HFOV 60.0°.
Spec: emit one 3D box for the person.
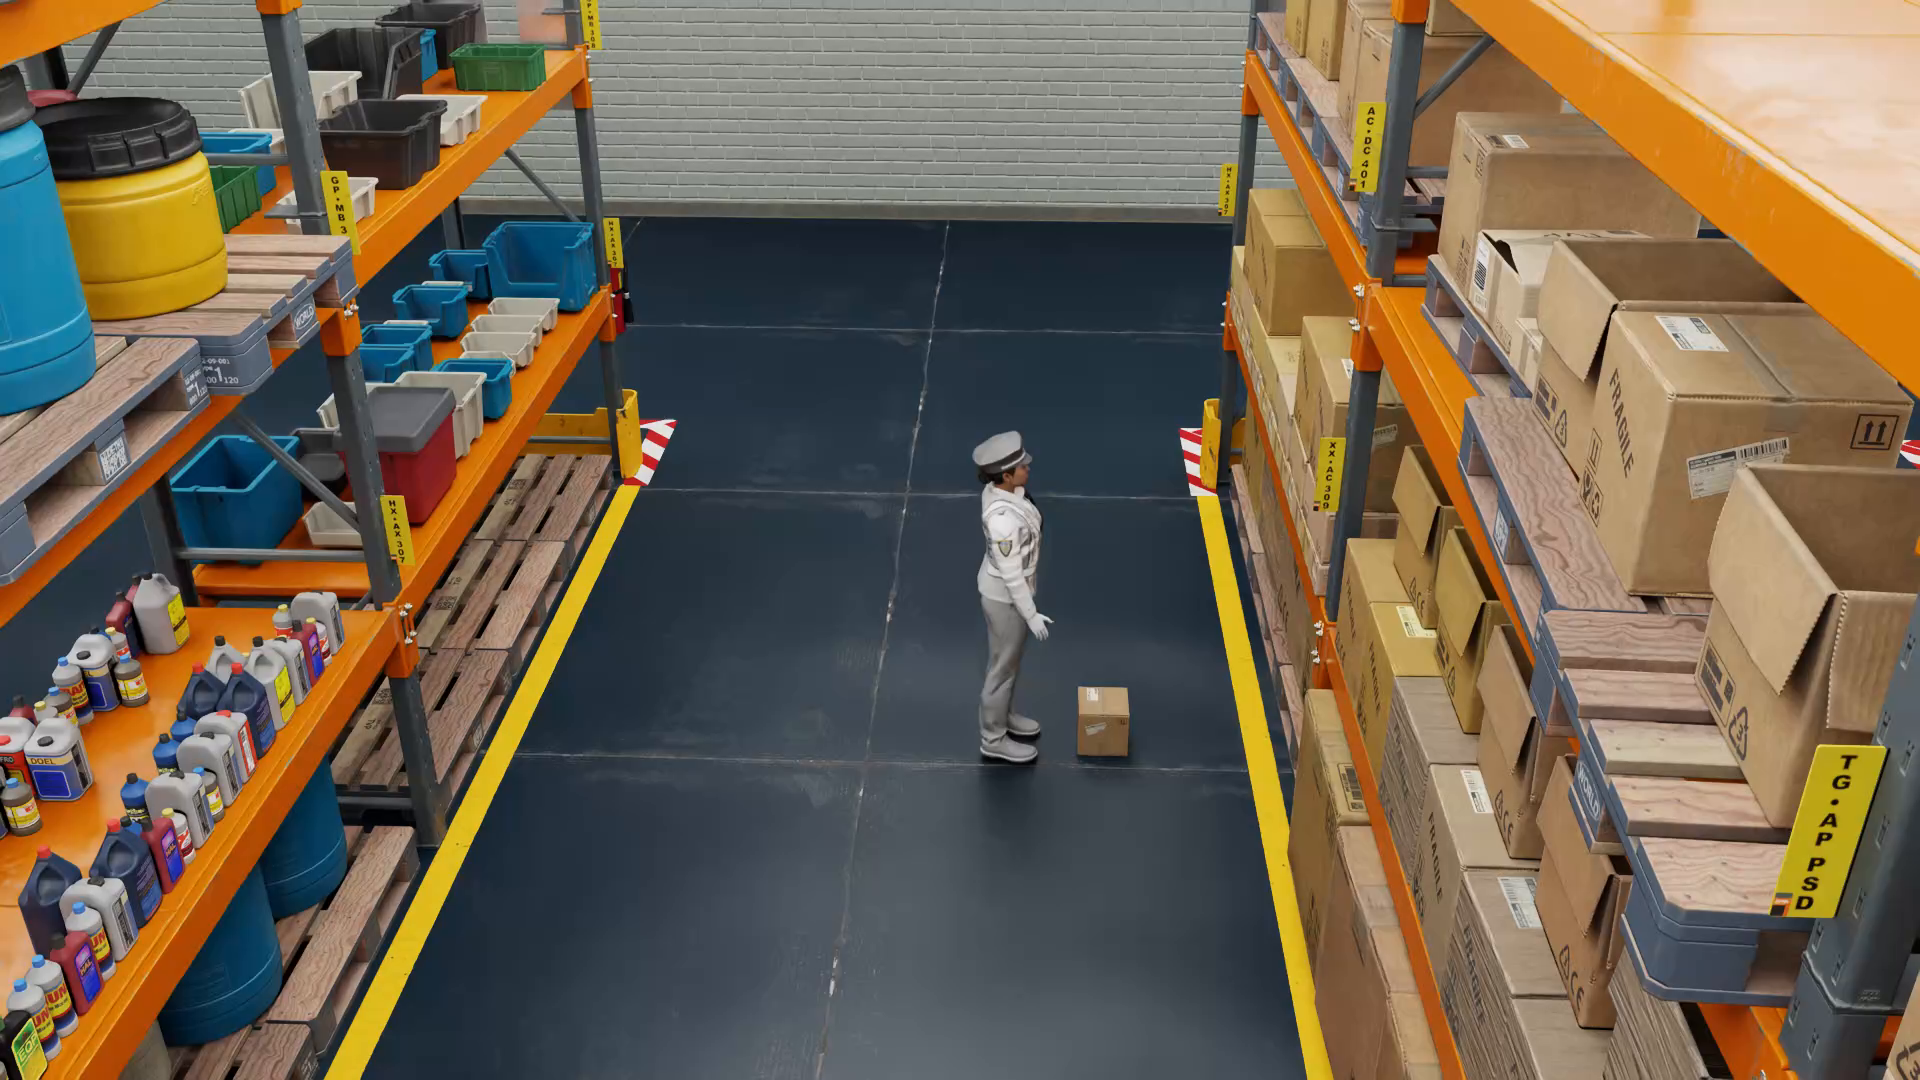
[{"bbox_3d":[0.253,0.262,8.068,0.390,1.703,0.516,1,28,2],"label":"person"}]
